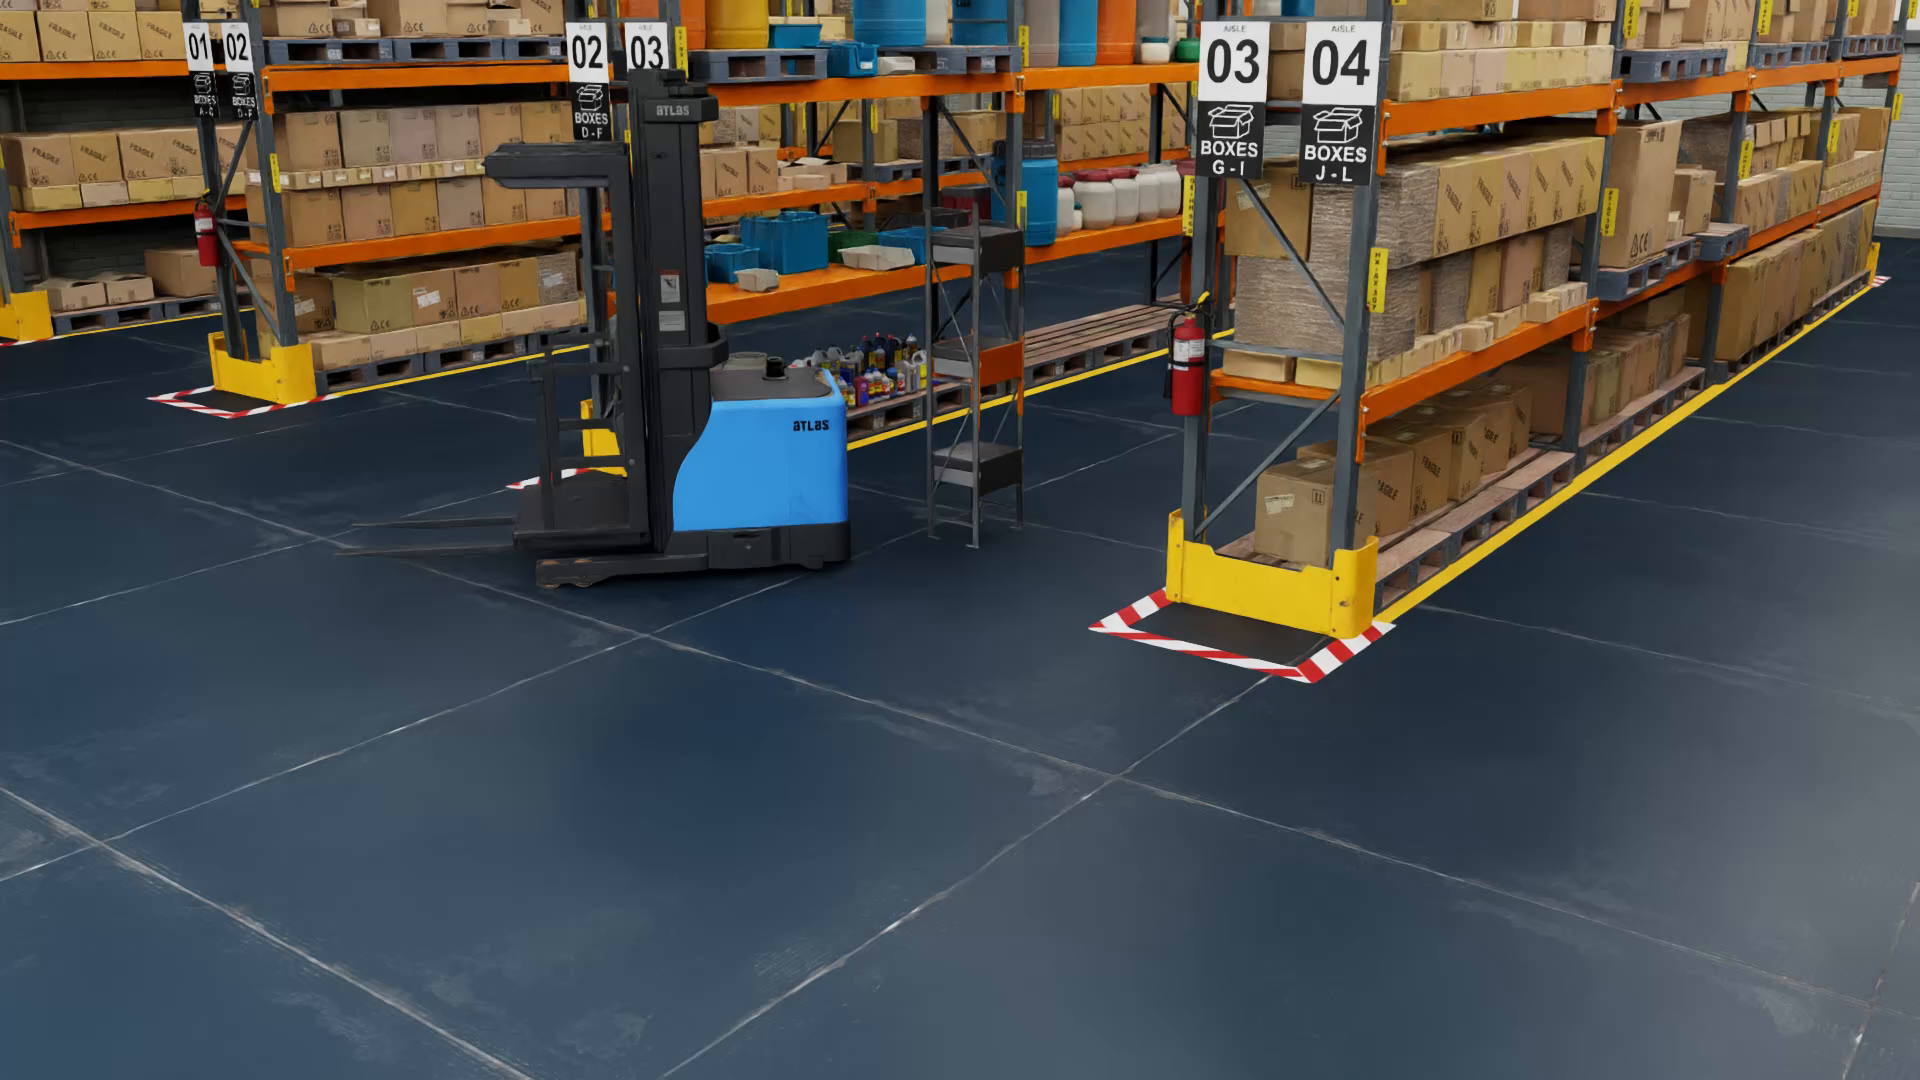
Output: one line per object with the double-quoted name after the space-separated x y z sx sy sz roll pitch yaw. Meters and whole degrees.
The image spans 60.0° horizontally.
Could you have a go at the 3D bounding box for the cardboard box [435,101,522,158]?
-4.733 -4.038 16.332 0.700 0.500 0.500 12 21 35 "cardboard box"

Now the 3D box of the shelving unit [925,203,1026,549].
0.099 -1.042 10.559 0.431 2.100 0.503 12 21 35 "shelving unit"

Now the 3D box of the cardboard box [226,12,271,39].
-8.269 -5.799 19.100 0.500 0.500 0.500 10 20 30 "cardboard box"

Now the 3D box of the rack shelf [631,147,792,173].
-4.280 -5.677 25.179 1.077 0.370 4.000 12 21 35 "rack shelf"

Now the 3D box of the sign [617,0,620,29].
-3.428 -5.336 16.807 0.100 0.325 0.005 12 21 35 "sign"

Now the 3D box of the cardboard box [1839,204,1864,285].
10.370 -3.626 20.237 0.875 0.875 0.875 12 21 35 "cardboard box"

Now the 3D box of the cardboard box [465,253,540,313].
-4.577 -2.577 16.647 0.500 0.500 0.500 12 21 35 "cardboard box"

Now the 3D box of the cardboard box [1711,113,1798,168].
8.054 -4.083 16.973 0.797 0.503 0.637 13 21 35 "cardboard box"

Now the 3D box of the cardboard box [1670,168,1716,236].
5.921 -2.880 14.084 0.500 0.500 0.700 -16 24 -42 "cardboard box"

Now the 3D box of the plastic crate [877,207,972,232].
-0.313 -2.709 14.513 0.767 0.338 0.504 12 21 35 "plastic crate"

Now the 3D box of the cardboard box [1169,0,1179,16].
2.983 -8.408 25.847 0.700 0.500 0.500 12 21 35 "cardboard box"

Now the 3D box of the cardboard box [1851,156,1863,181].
10.241 -4.365 19.493 0.500 0.250 0.500 12 21 35 "cardboard box"

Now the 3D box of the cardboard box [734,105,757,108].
-3.474 -6.778 25.543 0.500 0.250 0.500 13 21 36 "cardboard box"

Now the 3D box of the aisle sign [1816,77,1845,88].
11.031 -6.135 21.059 0.394 0.787 0.004 12 21 35 "aisle sign"

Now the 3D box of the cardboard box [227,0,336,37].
-5.912 -4.650 14.482 0.797 0.503 0.637 14 22 38 "cardboard box"

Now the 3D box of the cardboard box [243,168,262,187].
-6.183 -3.246 14.877 0.380 0.149 0.250 12 21 34 "cardboard box"

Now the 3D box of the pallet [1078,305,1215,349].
1.992 -2.284 17.743 1.003 0.211 1.213 12 21 35 "pallet"

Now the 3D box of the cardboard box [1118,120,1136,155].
2.319 -6.106 25.180 0.500 0.500 0.500 12 21 34 "cardboard box"

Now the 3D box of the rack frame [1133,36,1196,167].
3.276 -6.575 26.859 1.000 3.000 0.127 12 21 35 "rack frame"

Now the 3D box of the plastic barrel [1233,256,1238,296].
3.027 -3.076 19.077 0.421 0.512 0.421 0 17 0 "plastic barrel"

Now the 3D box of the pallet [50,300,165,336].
-9.681 -2.512 18.478 1.003 0.211 1.213 12 21 35 "pallet"

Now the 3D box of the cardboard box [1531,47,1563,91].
3.398 -2.927 10.306 0.500 0.250 0.500 12 21 34 "cardboard box"

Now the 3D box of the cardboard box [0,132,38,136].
-10.128 -4.084 17.793 0.500 0.500 0.500 12 21 34 "cardboard box"

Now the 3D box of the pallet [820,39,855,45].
-1.824 -5.834 19.735 1.213 0.211 1.003 14 22 37 "pallet"

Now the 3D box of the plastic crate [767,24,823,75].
-1.387 -3.820 12.957 0.392 0.384 0.575 12 21 35 "plastic crate"

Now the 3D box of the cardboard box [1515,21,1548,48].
3.337 -3.073 10.106 0.380 0.149 0.250 14 22 37 "cardboard box"

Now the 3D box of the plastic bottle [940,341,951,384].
-0.165 -1.536 14.356 0.144 0.351 0.185 11 20 32 "plastic bottle"

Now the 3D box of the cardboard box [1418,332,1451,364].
2.669 -1.153 9.823 0.380 0.149 0.250 12 21 35 "cardboard box"

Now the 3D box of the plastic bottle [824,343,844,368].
-1.079 -1.521 14.307 0.144 0.351 0.185 12 21 34 "plastic bottle"

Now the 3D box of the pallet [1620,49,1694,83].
4.533 -3.436 12.011 1.213 0.211 1.003 12 21 35 "pallet"

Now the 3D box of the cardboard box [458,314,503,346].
-4.864 -2.097 16.367 0.500 0.250 0.500 12 21 35 "cardboard box"

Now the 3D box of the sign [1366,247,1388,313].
2.132 -1.330 8.510 0.100 0.325 0.005 12 21 35 "sign"

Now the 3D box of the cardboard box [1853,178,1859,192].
10.371 -4.197 19.623 0.380 0.149 0.250 13 21 36 "cardboard box"

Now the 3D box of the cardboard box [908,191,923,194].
-1.042 -6.272 29.389 0.700 0.500 0.500 12 21 35 "cardboard box"

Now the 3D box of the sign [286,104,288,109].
-8.303 -5.241 20.612 0.100 0.325 0.005 12 21 35 "sign"

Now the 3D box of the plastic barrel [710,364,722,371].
-1.951 -1.071 12.620 0.421 0.512 0.421 0 17 0 "plastic barrel"

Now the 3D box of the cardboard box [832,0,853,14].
-1.226 -6.730 20.446 0.500 0.500 0.500 12 21 35 "cardboard box"

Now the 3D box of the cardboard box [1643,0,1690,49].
4.999 -3.967 12.520 0.797 0.503 0.637 13 22 37 "cardboard box"

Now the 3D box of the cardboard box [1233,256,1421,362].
2.046 -1.329 9.294 0.875 0.500 0.500 12 21 35 "cardboard box"

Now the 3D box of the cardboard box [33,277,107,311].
-9.754 -2.714 18.216 0.500 0.311 0.500 10 20 29 "cardboard box"

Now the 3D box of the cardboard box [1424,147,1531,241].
3.136 -2.120 10.157 0.500 0.500 0.500 12 21 35 "cardboard box"

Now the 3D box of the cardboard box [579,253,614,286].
-3.863 -3.019 18.391 0.500 0.311 0.500 12 21 35 "cardboard box"

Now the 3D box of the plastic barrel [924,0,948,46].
-0.313 -4.459 14.091 0.421 0.512 0.421 0 17 0 "plastic barrel"

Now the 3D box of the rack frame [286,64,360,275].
-7.855 -4.591 20.471 1.000 3.000 0.127 12 21 35 "rack frame"

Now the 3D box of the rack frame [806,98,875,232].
-1.491 -4.670 20.723 1.000 3.000 0.127 12 21 35 "rack frame"

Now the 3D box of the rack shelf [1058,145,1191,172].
2.084 -5.755 25.431 1.077 0.370 4.000 12 21 35 "rack shelf"

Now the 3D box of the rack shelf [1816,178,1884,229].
10.038 -4.004 19.791 1.077 0.370 4.000 12 21 35 "rack shelf"

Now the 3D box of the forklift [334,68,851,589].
-2.233 -1.280 9.923 3.031 2.935 1.130 -3 18 -10 "forklift"

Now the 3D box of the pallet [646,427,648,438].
-1.786 -0.775 12.884 1.003 0.211 1.213 12 21 35 "pallet"

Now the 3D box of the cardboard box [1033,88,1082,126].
1.399 -6.210 23.829 0.500 0.500 0.500 13 22 36 "cardboard box"

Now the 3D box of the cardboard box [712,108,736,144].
-3.763 -6.300 25.270 0.500 0.500 0.500 12 21 35 "cardboard box"

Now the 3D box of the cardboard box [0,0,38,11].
-9.814 -5.655 16.949 0.500 0.500 0.500 11 20 31 "cardboard box"

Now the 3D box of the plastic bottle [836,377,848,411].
-0.951 -1.172 13.318 0.097 0.271 0.097 0 17 0 "plastic bottle"

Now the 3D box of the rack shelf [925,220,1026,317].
0.099 -1.698 10.356 0.431 0.518 0.480 12 21 35 "rack shelf"

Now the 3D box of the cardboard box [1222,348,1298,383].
1.700 -0.997 9.320 0.380 0.149 0.250 12 21 35 "cardboard box"
